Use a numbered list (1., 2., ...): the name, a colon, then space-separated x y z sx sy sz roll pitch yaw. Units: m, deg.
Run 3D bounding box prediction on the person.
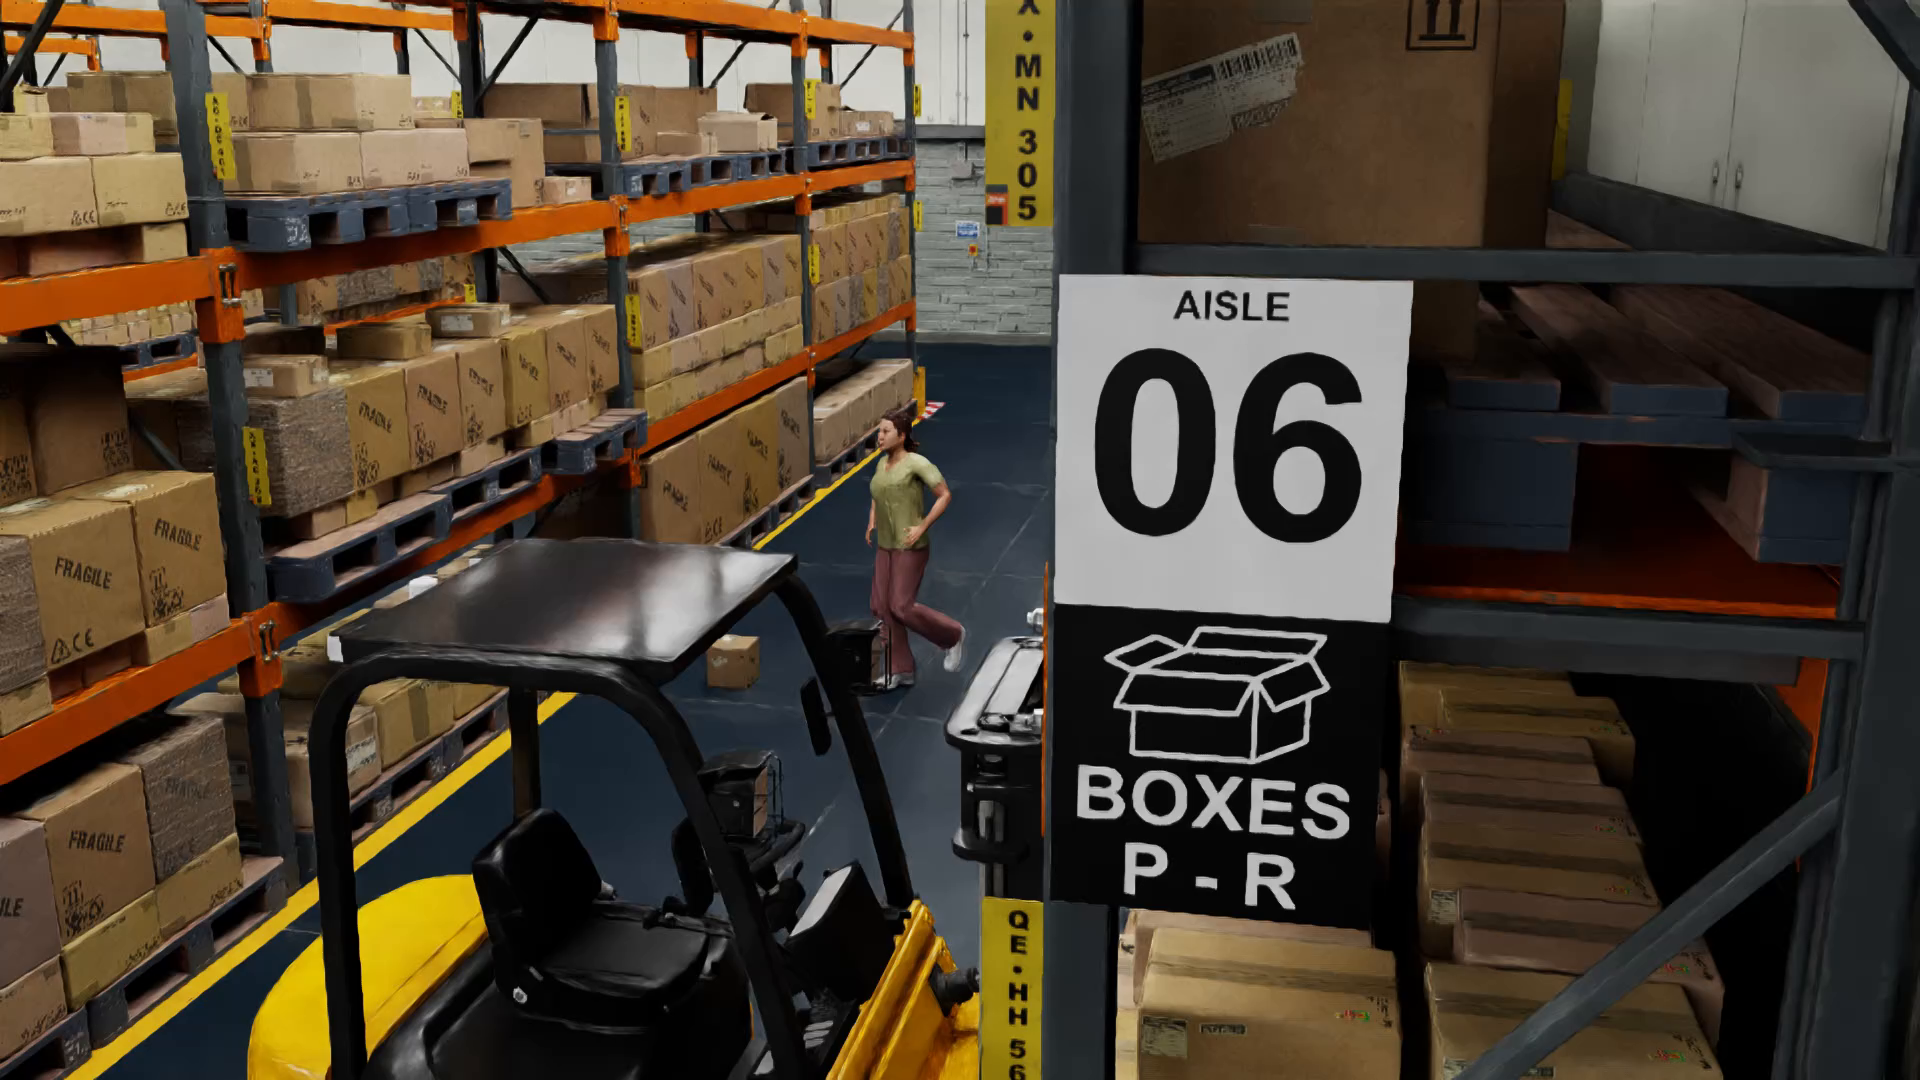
1. person: -0.350 0.034 9.963 0.652 1.618 0.610 -11 18 -36
